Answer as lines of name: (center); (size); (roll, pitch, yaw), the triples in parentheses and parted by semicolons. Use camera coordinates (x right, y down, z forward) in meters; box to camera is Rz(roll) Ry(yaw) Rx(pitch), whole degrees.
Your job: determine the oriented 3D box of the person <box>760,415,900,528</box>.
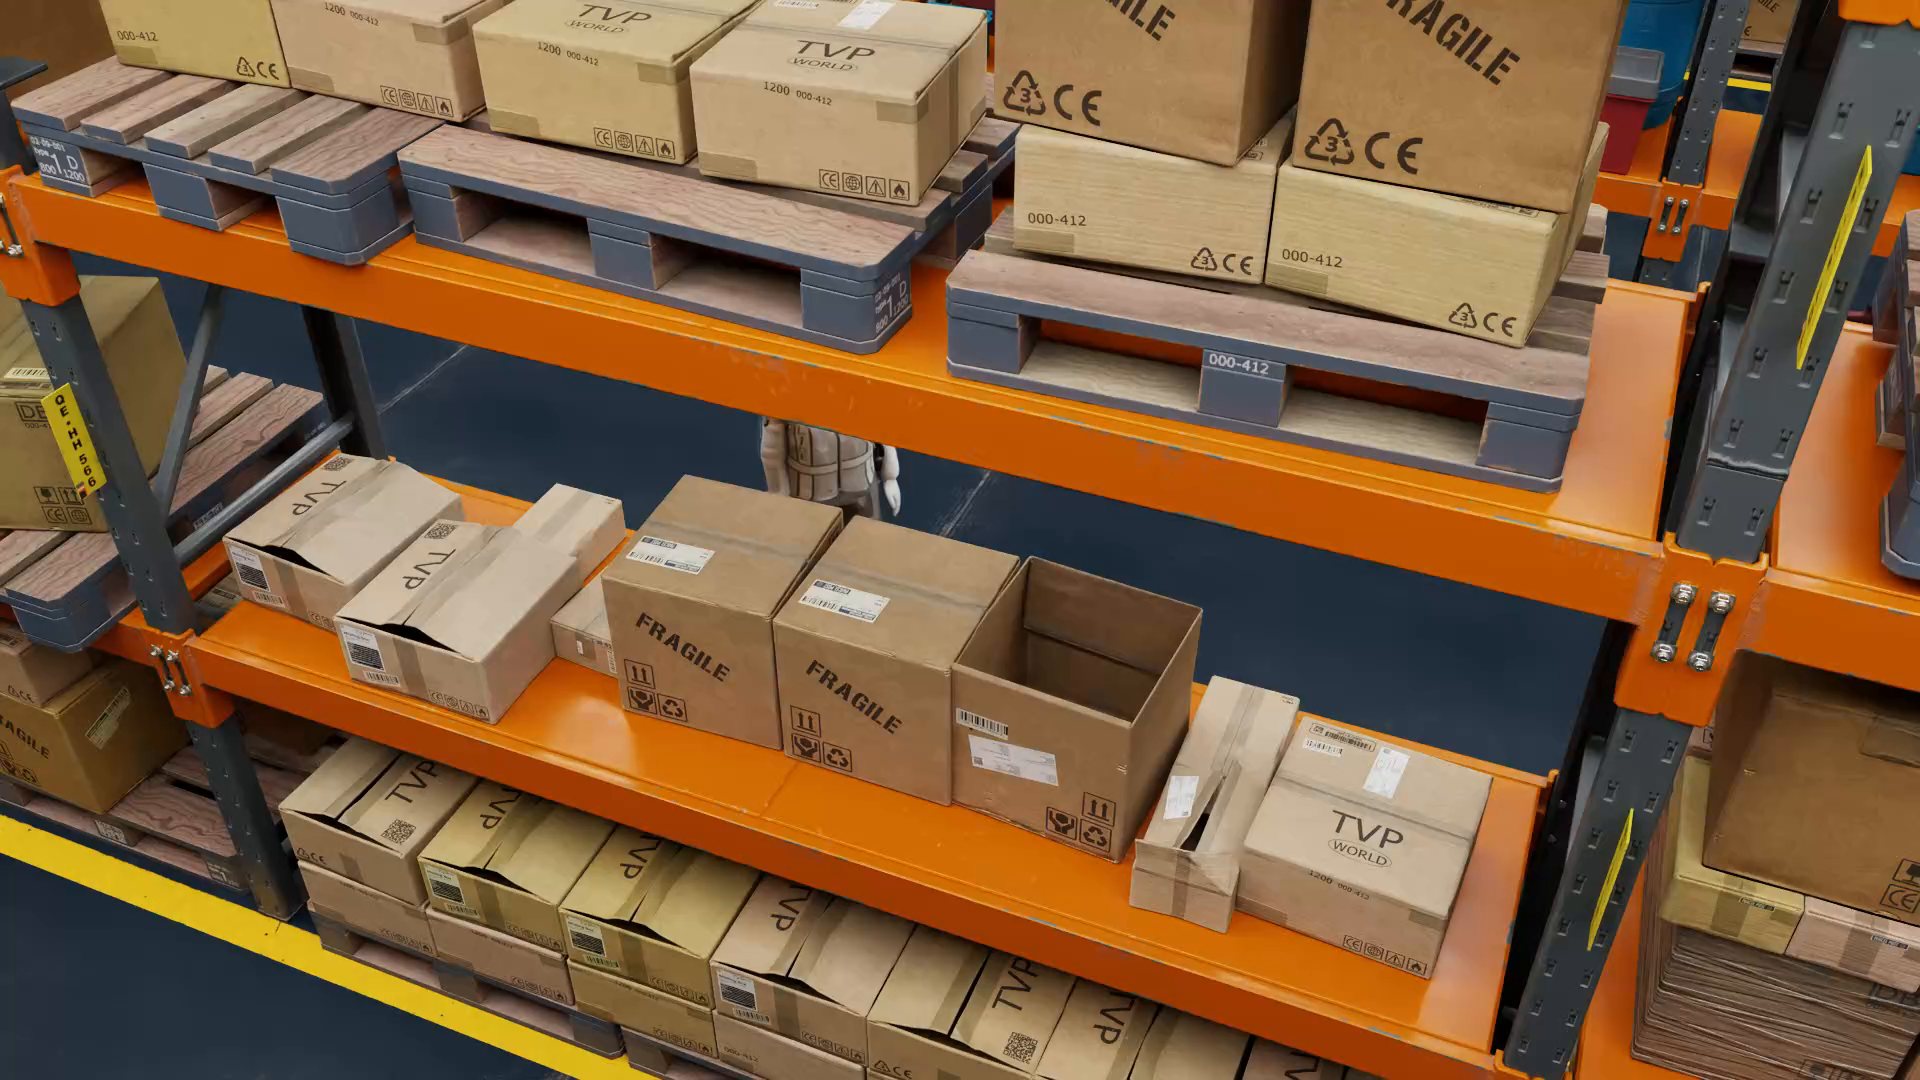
person: (-0.483, -0.185, 6.340); (0.528, 1.679, 0.405); (-12, 39, -15)
